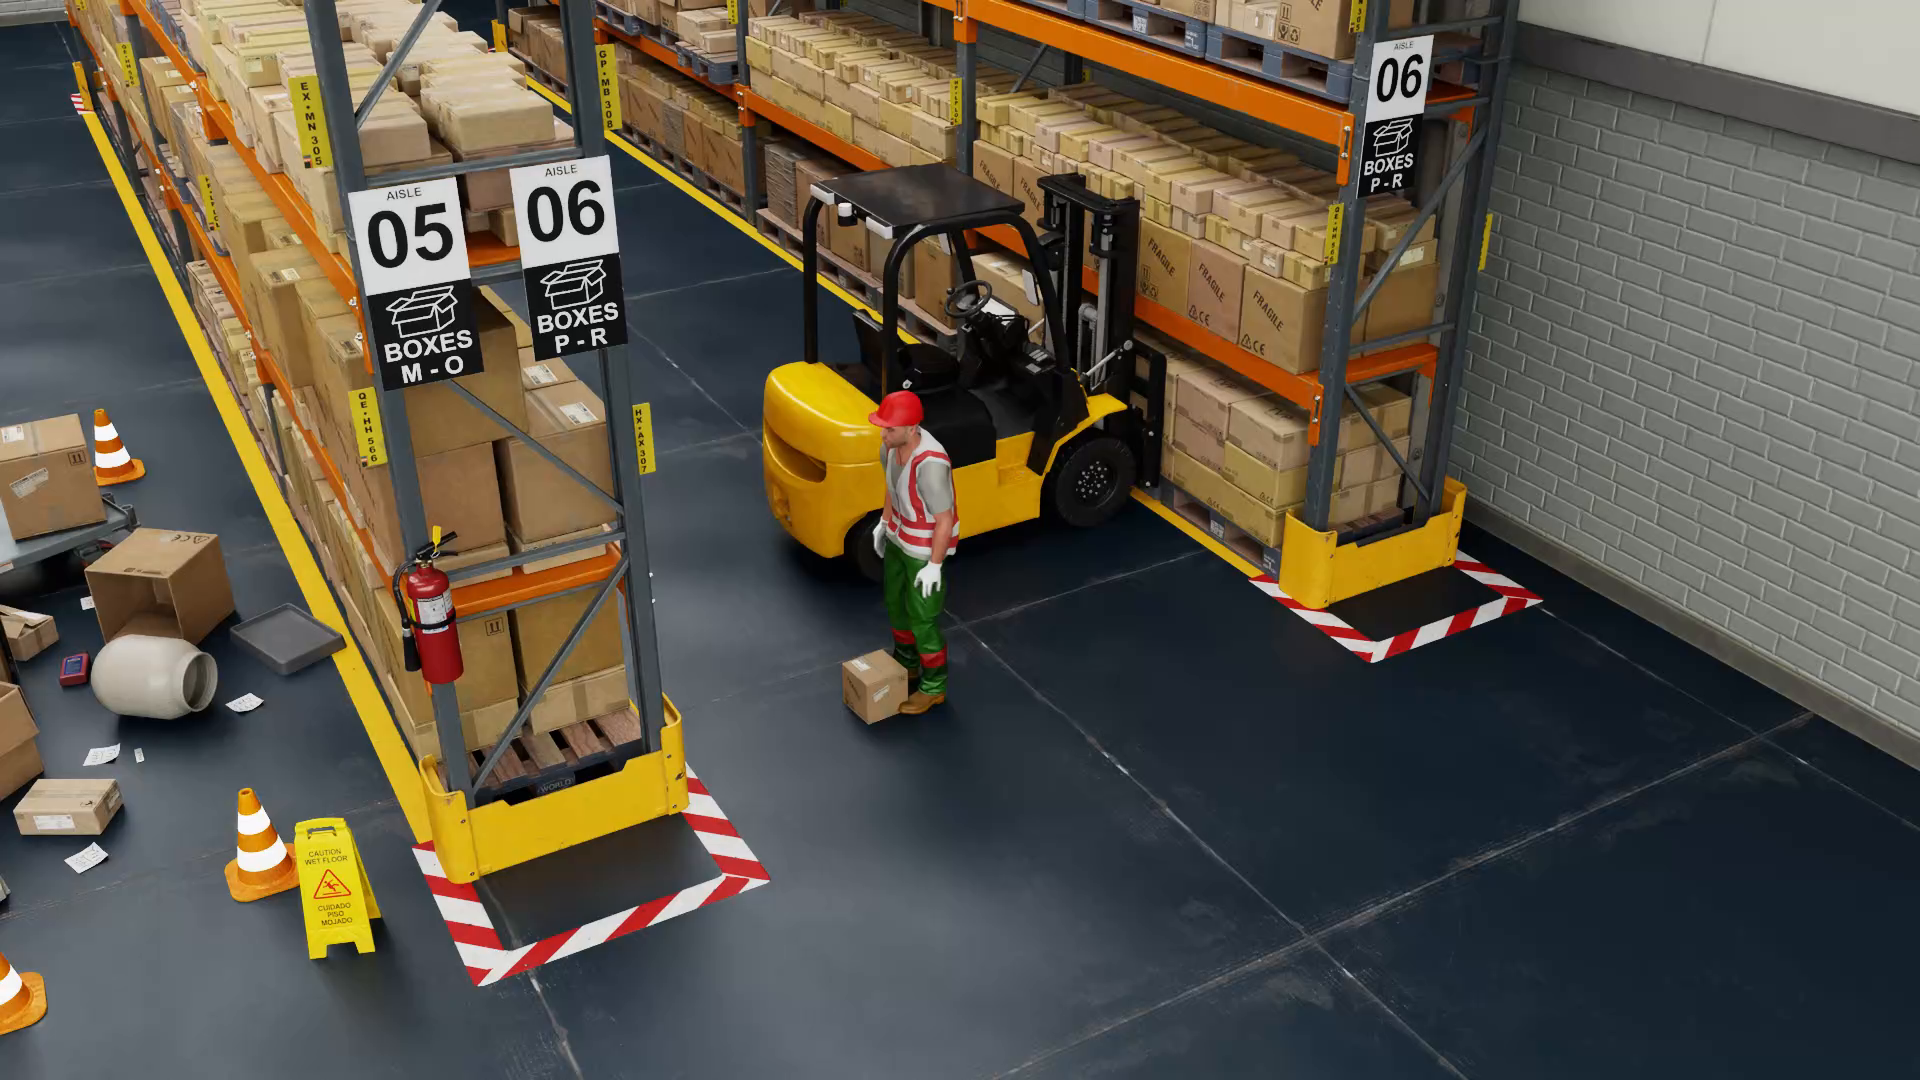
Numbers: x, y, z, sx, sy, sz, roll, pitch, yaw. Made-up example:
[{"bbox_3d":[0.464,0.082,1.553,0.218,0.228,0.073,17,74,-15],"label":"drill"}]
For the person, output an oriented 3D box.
[{"bbox_3d":[-0.249,0.045,8.469,0.449,1.780,0.607,-16,32,-26],"label":"person"}]
